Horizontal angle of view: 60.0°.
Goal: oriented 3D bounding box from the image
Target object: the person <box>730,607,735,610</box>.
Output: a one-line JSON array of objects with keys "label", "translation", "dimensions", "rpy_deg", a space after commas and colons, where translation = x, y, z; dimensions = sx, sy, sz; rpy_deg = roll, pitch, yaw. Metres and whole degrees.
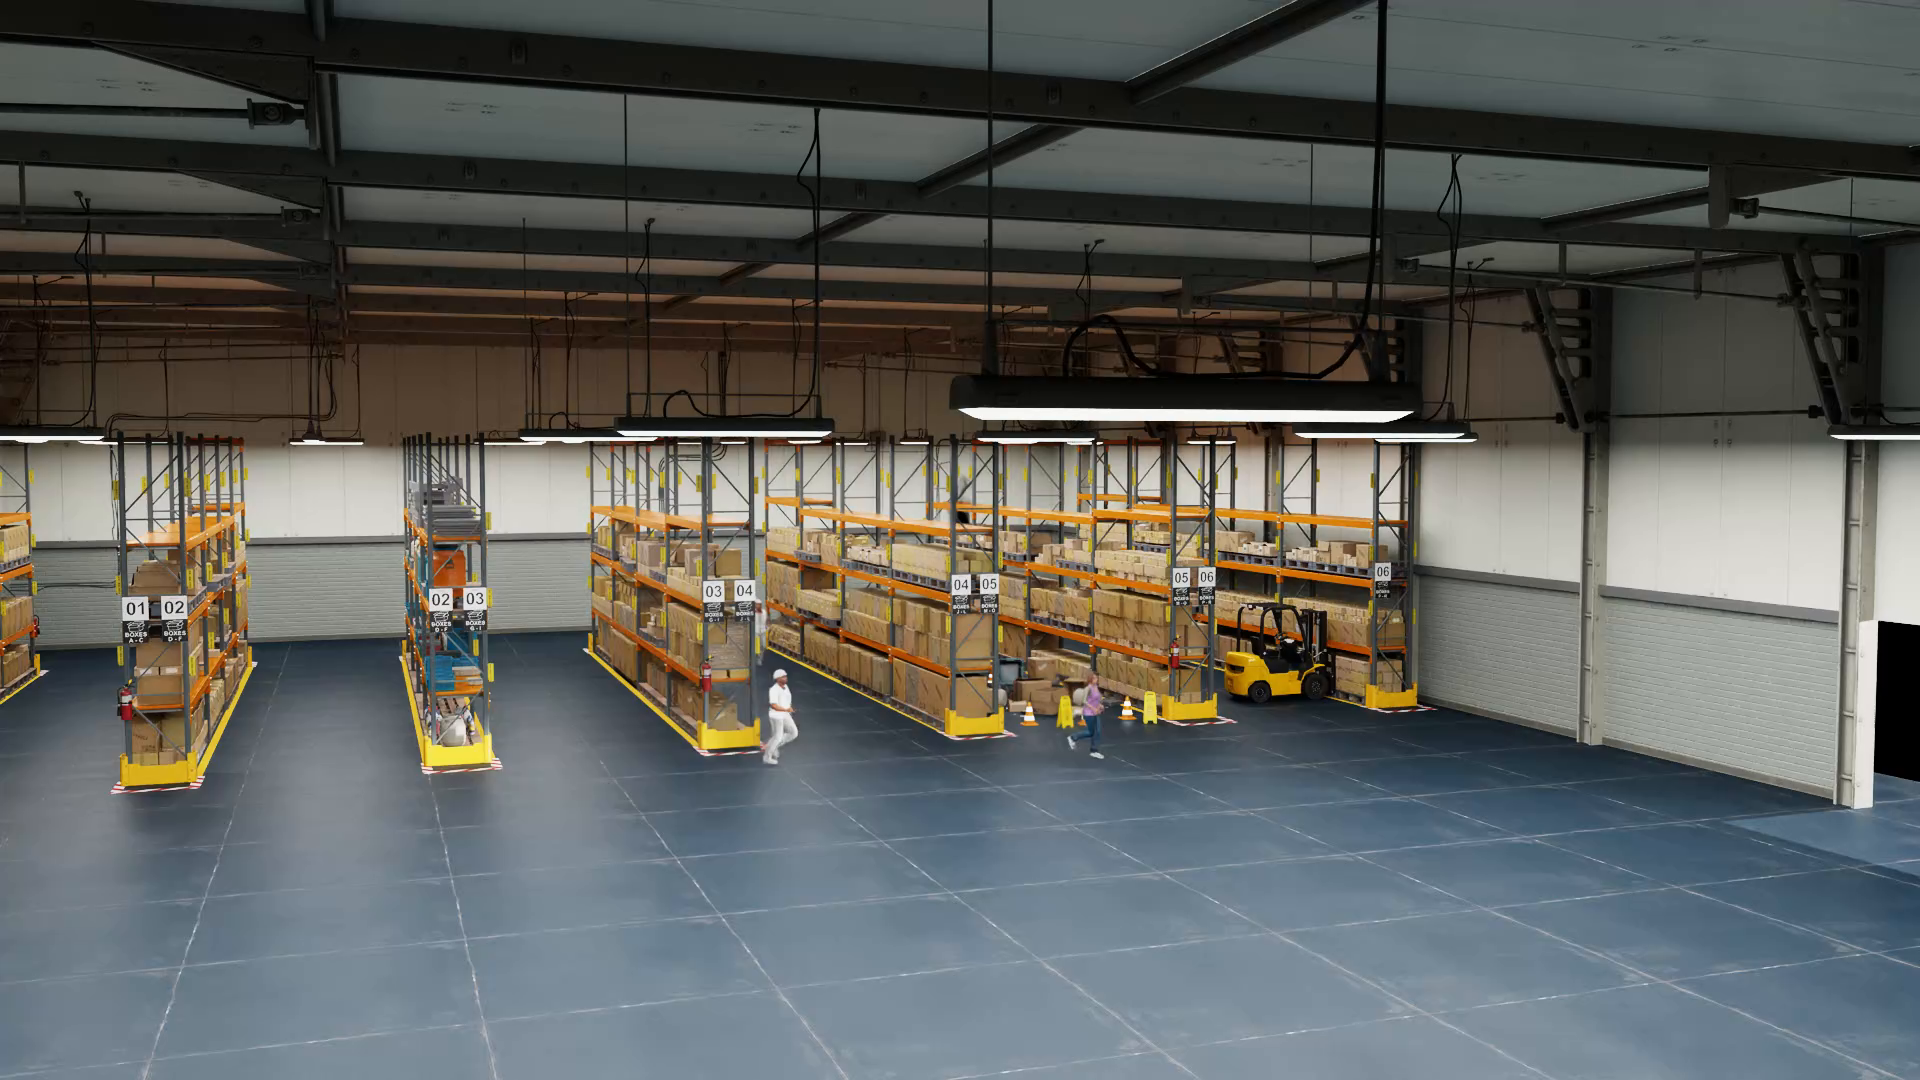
[{"label": "person", "translation": [-6.604, 2.304, 47.061], "dimensions": [0.639, 1.620, 0.495], "rpy_deg": [0, 3, -5]}]

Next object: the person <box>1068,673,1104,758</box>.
[{"label": "person", "translation": [2.375, 3.241, 30.844], "dimensions": [0.679, 1.585, 0.541], "rpy_deg": [2, 4, 29]}]

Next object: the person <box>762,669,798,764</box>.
[{"label": "person", "translation": [-3.216, 3.185, 30.088], "dimensions": [0.723, 1.713, 0.735], "rpy_deg": [1, 3, 22]}]

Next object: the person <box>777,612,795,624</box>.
[{"label": "person", "translation": [-5.255, 2.113, 49.740], "dimensions": [0.921, 1.702, 0.714], "rpy_deg": [1, 3, 19]}]

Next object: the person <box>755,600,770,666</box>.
[{"label": "person", "translation": [-5.308, 2.434, 43.778], "dimensions": [0.686, 1.736, 0.605], "rpy_deg": [-1, 3, -25]}]
